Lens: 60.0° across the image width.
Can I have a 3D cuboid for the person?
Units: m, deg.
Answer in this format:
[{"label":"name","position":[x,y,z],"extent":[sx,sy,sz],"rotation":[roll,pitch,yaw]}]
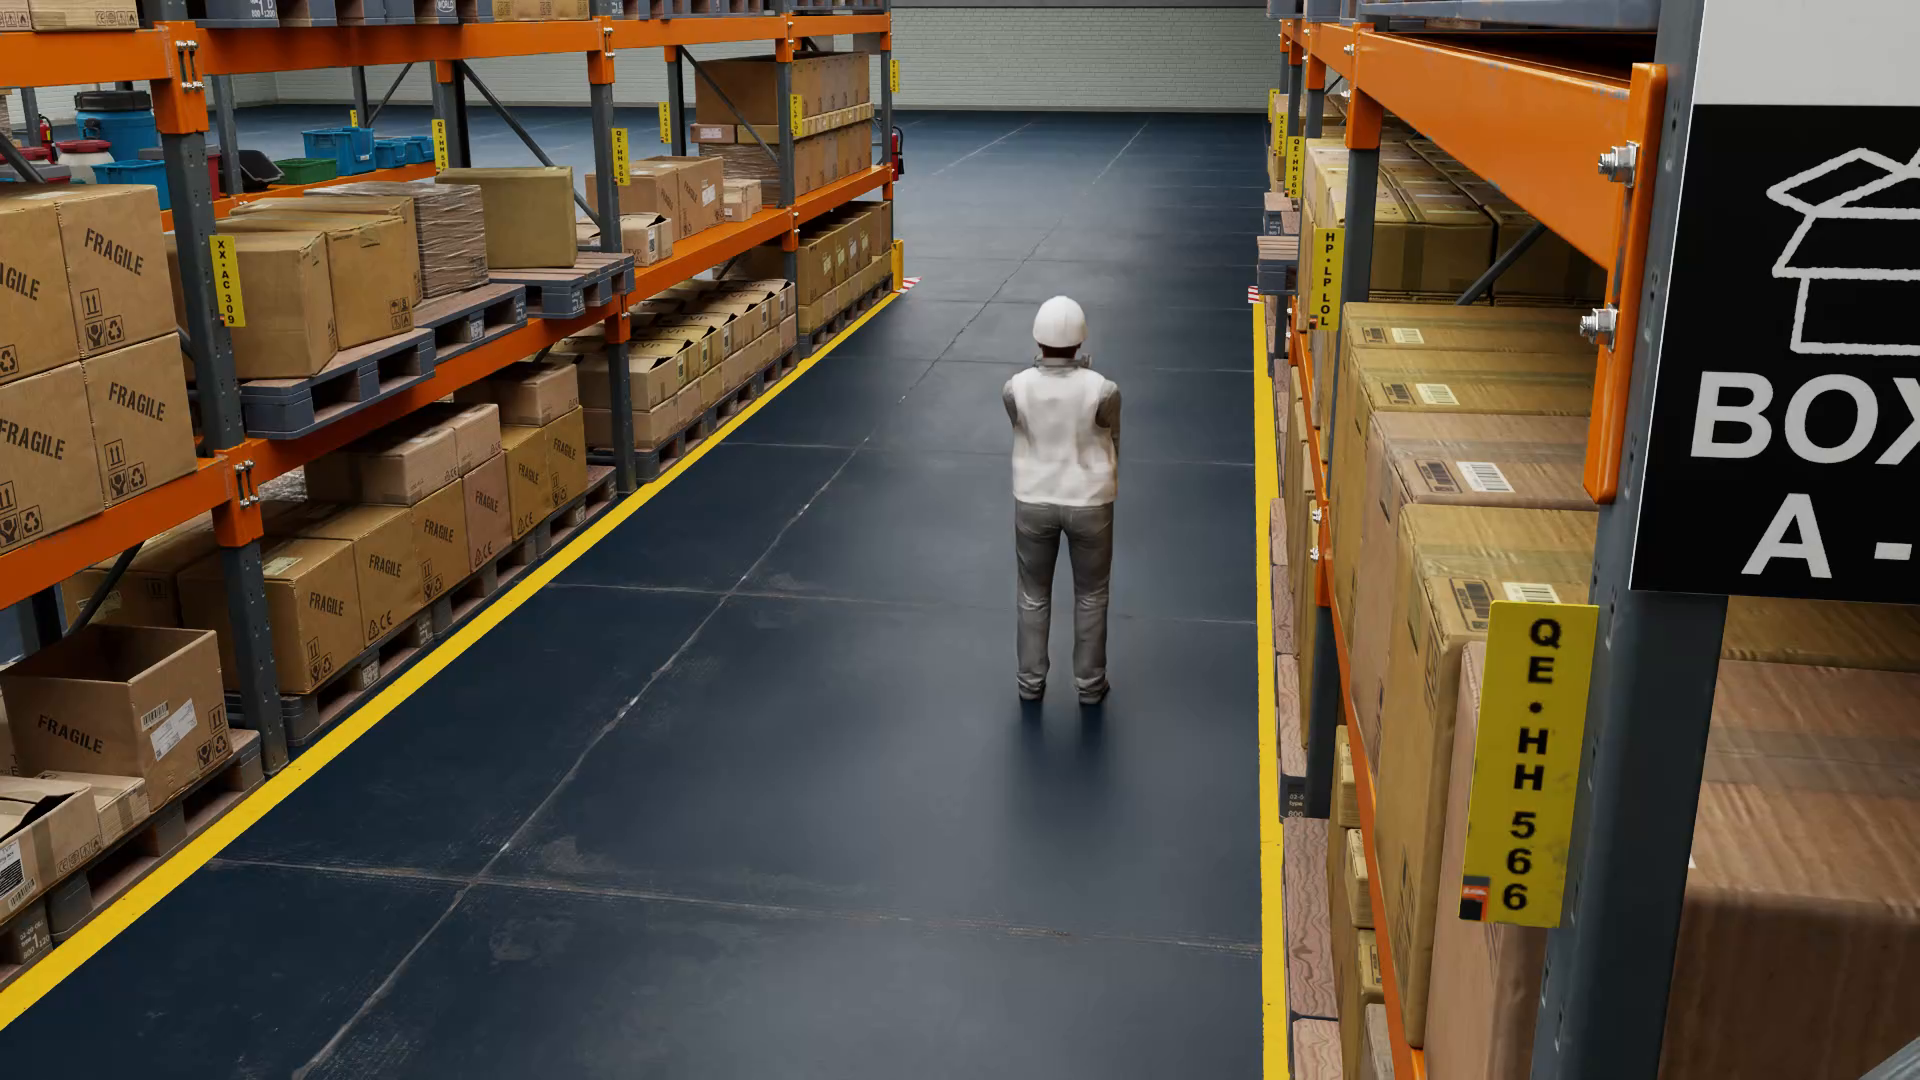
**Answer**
[{"label":"person","position":[0.443,-0.191,7.121],"extent":[0.494,1.762,0.560],"rotation":[4,18,11]}]
